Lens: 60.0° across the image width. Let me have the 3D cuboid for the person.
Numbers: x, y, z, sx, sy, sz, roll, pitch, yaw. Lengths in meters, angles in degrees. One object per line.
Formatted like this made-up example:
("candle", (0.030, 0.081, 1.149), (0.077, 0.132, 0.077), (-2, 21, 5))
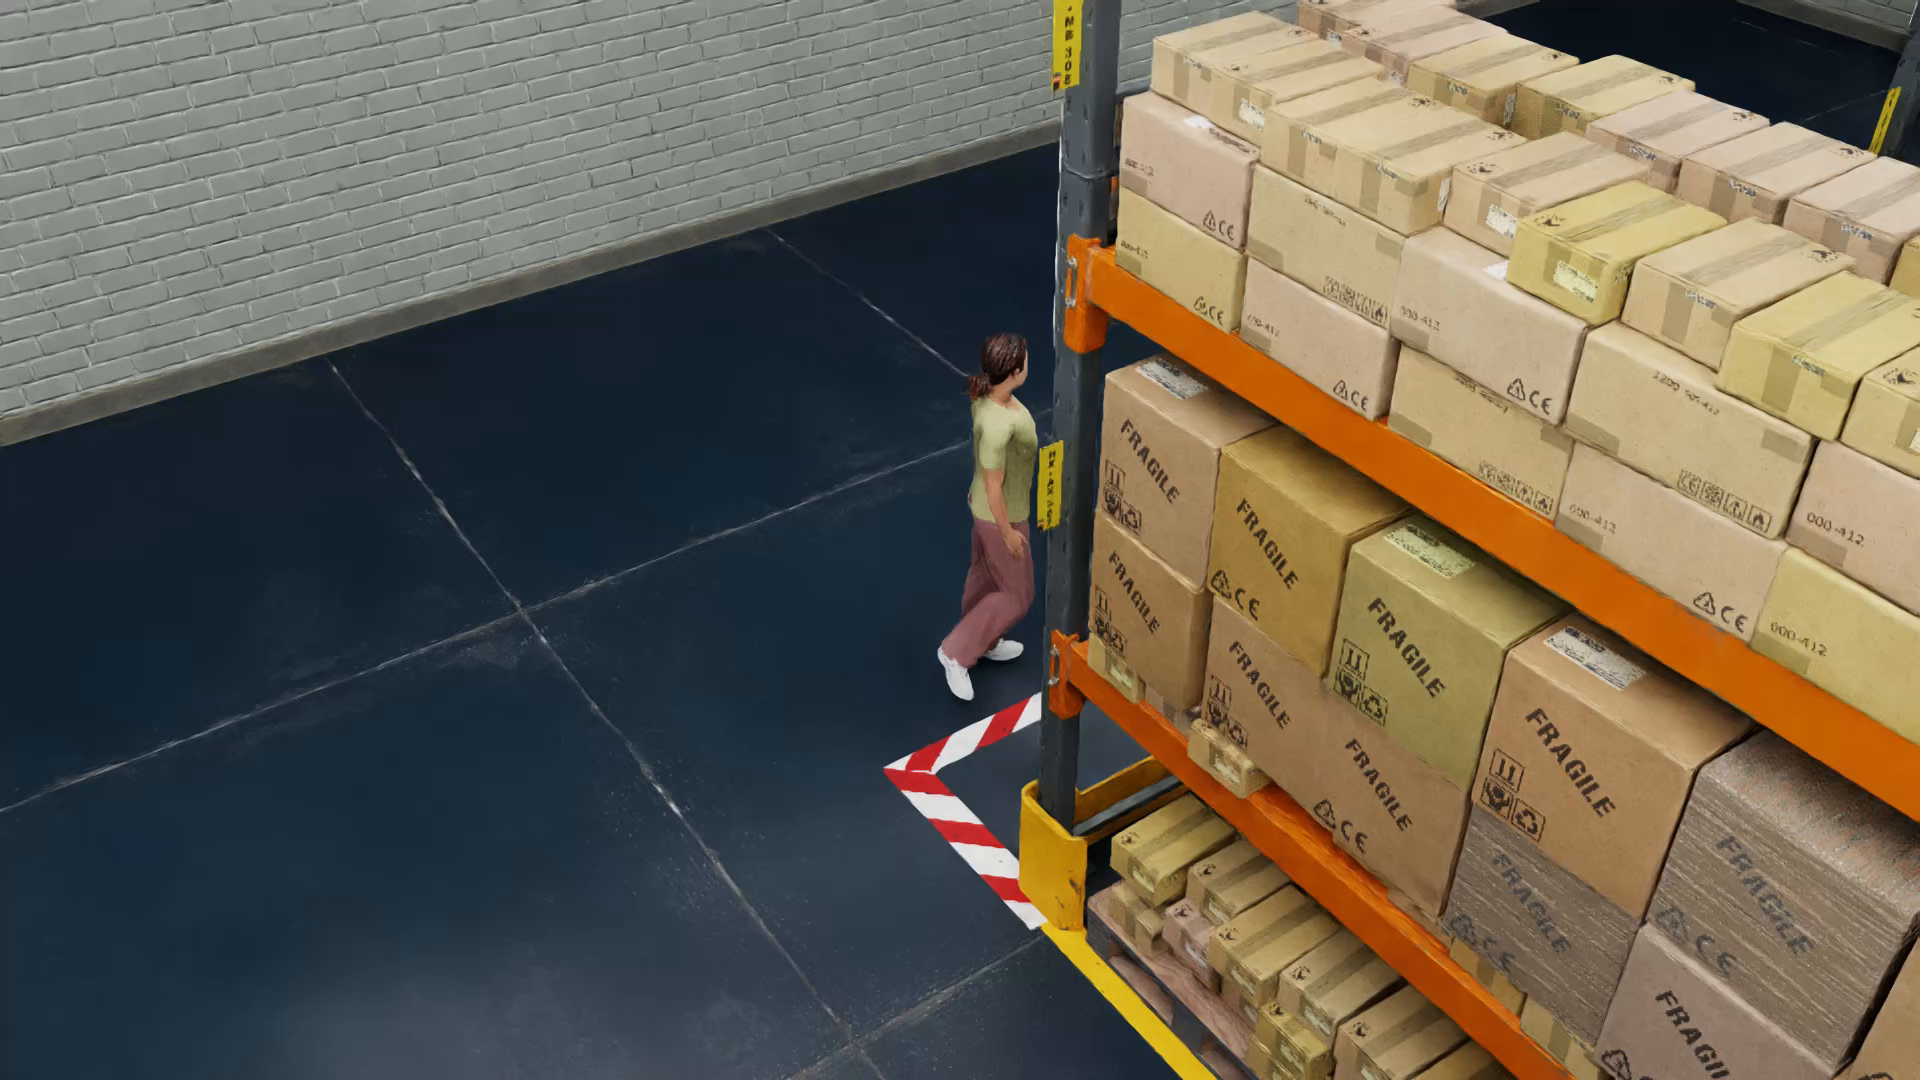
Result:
("person", (0.111, -0.097, 7.104), (0.426, 1.667, 0.633), (0, 36, 0))
